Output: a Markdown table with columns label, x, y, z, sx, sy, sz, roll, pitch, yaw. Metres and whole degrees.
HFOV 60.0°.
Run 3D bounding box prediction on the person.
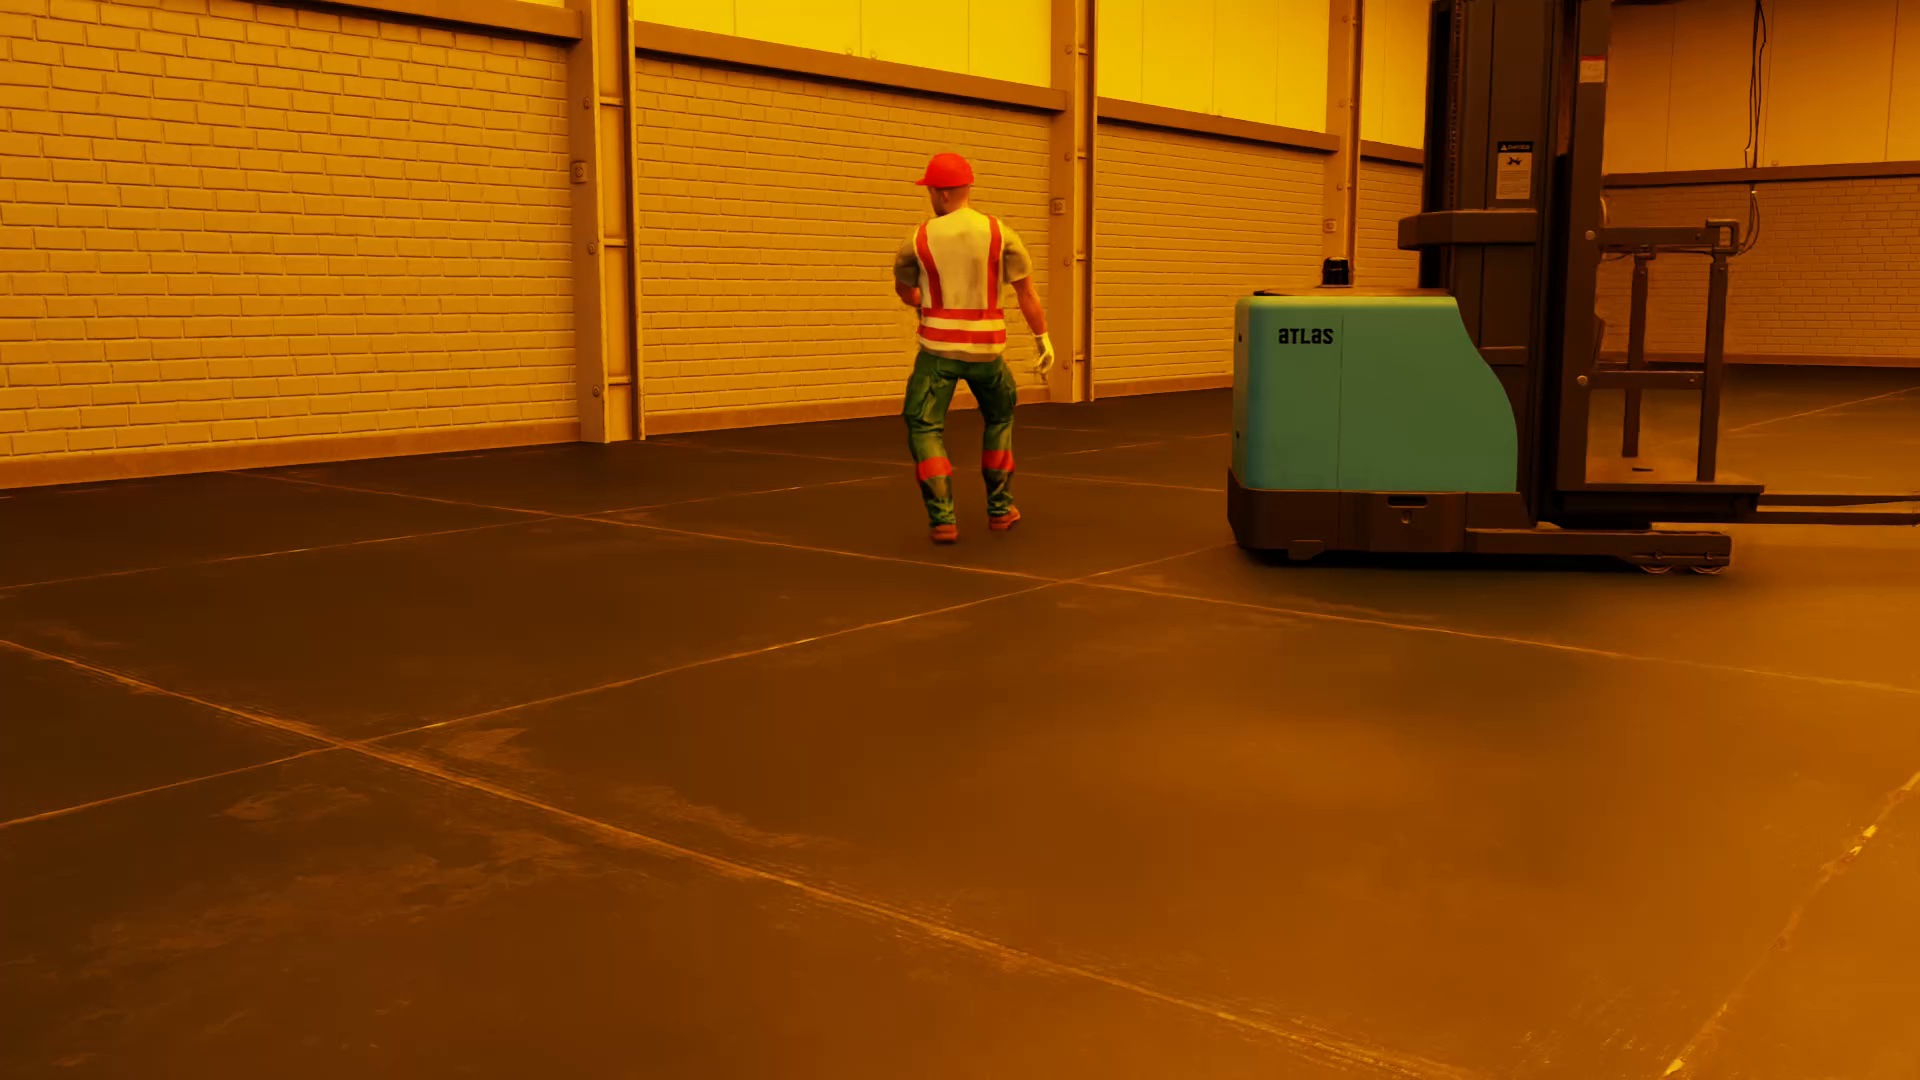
| label | x | y | z | sx | sy | sz | roll | pitch | yaw |
| --- | --- | --- | --- | --- | --- | --- | --- | --- | --- |
| person | 0.054 | -0.880 | 7.577 | 0.722 | 1.704 | 0.818 | -2 | 9 | -14 |

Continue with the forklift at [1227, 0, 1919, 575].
| label | x | y | z | sx | sy | sz | roll | pitch | yaw |
| --- | --- | --- | --- | --- | --- | --- | --- | --- | --- |
| forklift | 2.686 | -1.396 | 6.823 | 3.031 | 2.935 | 1.130 | 1 | 8 | 6 |
